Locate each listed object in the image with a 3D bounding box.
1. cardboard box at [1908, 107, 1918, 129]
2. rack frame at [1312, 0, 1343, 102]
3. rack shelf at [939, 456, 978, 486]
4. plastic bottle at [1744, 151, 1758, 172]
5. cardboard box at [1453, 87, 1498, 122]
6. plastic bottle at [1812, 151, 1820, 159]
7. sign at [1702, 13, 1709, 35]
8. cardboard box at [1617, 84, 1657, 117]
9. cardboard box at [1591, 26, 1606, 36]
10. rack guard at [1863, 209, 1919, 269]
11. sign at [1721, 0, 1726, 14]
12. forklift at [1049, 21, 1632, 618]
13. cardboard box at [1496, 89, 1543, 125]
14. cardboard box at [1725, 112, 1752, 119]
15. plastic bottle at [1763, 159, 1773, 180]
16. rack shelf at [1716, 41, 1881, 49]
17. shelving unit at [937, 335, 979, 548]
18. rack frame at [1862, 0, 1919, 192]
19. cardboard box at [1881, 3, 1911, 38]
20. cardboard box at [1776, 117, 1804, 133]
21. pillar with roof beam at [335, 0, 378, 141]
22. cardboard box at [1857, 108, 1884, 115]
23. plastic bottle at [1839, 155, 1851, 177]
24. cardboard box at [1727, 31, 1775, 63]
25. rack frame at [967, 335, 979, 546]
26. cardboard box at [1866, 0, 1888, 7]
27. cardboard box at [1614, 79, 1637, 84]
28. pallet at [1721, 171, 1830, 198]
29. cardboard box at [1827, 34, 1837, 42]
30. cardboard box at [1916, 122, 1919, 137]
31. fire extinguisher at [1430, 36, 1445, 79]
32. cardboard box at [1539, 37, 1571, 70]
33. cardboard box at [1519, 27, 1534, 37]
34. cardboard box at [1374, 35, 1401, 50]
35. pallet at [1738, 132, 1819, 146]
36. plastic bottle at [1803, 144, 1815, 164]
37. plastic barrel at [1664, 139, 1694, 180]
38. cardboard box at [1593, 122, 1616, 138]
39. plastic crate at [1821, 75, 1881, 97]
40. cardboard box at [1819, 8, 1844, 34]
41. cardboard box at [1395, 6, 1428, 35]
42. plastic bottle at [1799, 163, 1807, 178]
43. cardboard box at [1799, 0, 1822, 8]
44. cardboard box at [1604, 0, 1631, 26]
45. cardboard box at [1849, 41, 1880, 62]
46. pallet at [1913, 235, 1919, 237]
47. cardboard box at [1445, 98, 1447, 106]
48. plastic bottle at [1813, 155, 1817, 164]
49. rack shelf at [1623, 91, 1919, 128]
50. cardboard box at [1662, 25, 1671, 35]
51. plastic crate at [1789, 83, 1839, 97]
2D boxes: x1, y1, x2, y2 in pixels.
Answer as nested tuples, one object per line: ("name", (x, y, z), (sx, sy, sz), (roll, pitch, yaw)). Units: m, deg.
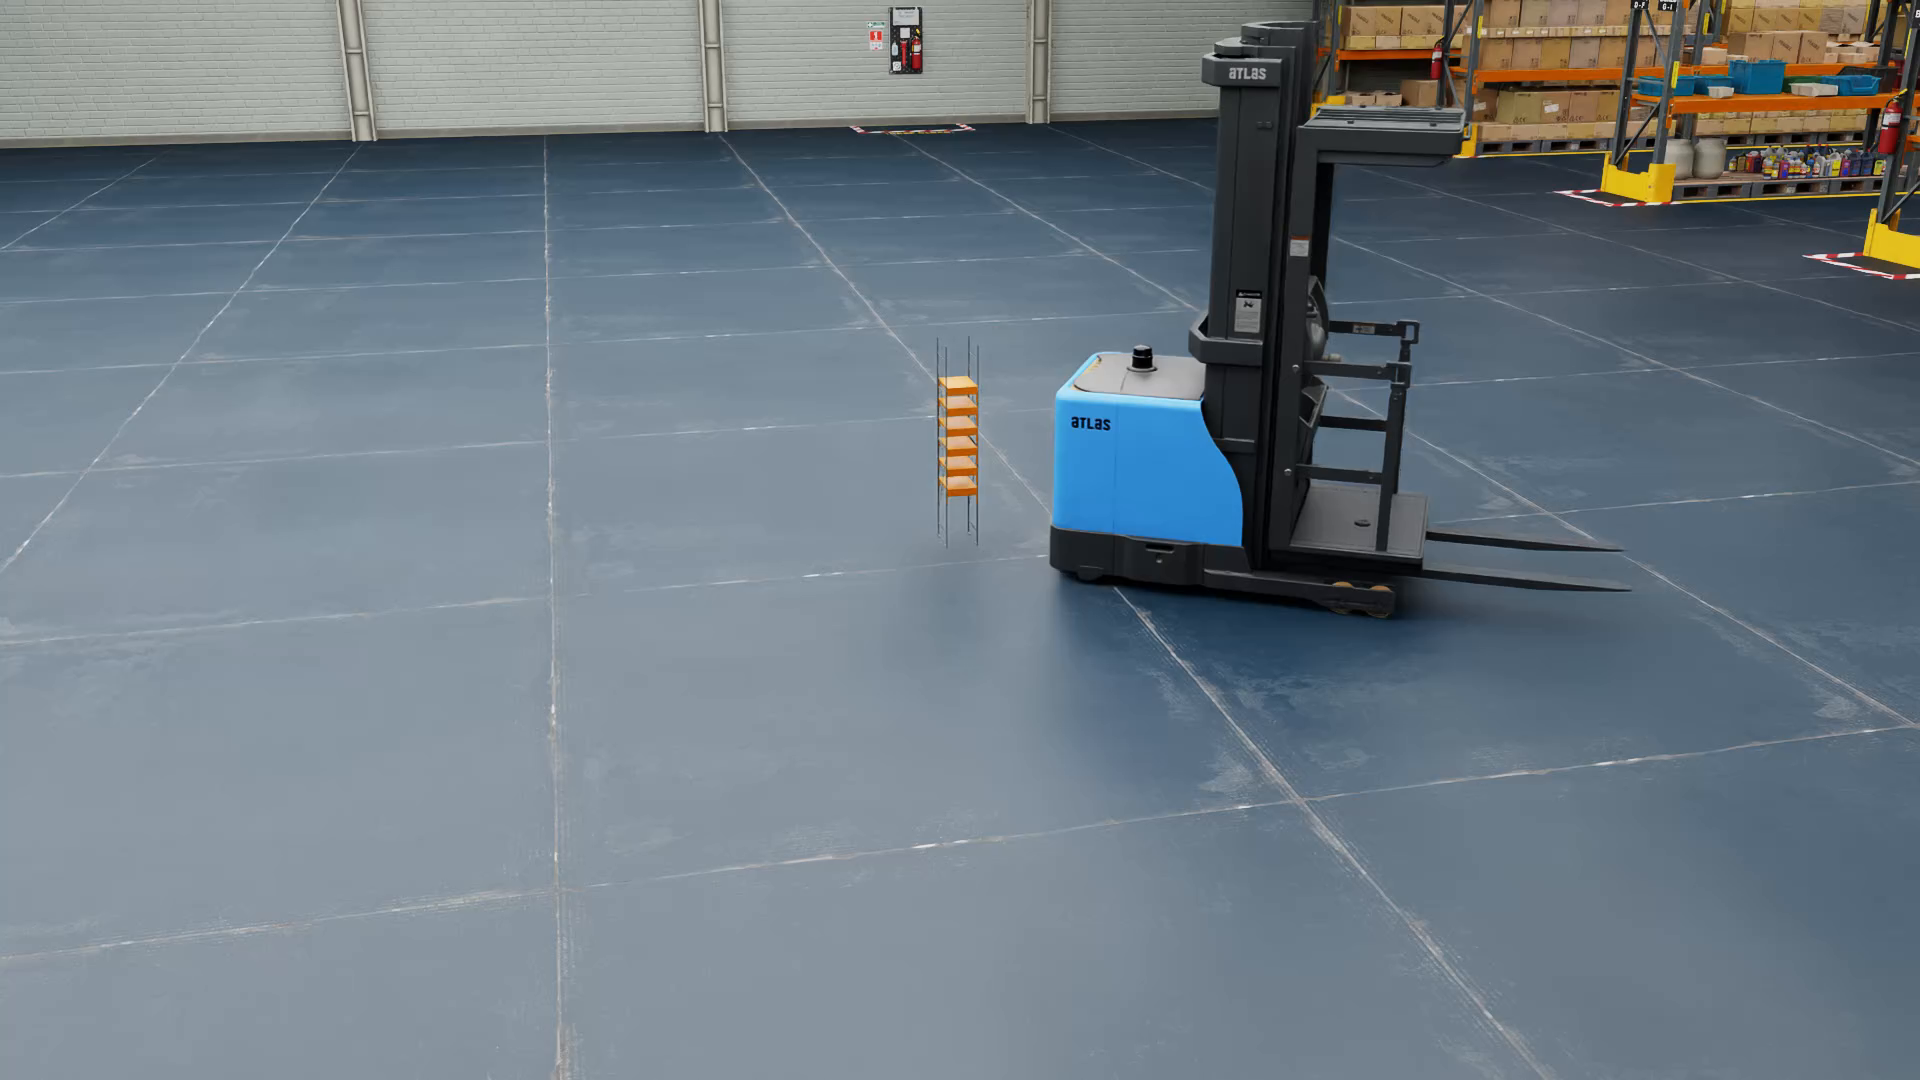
("cardboard box", (16.248, -7.316, 28.421), (0.500, 0.500, 0.500), (-4, 20, -10))
("rack frame", (6.810, -9.368, 31.026), (0.127, 3.000, 1.000), (-5, 21, -12))
("rack shelf", (-0.014, -0.408, 9.662), (0.180, 0.103, 0.258), (-5, 21, -12))
("plastic bottle", (11.028, -5.282, 23.193), (0.135, 0.276, 0.152), (-4, 21, -12))
("cardboard box", (8.407, -7.110, 27.160), (0.500, 0.500, 0.500), (-5, 21, -12))
("plastic bottle", (11.988, -5.317, 23.294), (0.097, 0.271, 0.097), (0, 20, 0))
("sign", (11.976, -8.284, 26.696), (0.005, 0.325, 0.100), (-5, 21, -12))
("cardboard box", (11.323, -7.353, 27.823), (0.500, 0.500, 0.500), (-5, 21, -12))
("cardboard box", (10.137, -8.163, 26.648), (0.250, 0.149, 0.380), (-4, 20, -11))
("rack guard", (10.304, -3.226, 17.894), (0.348, 0.500, 1.175), (-5, 21, -12))
("sign", (14.730, -10.326, 32.076), (0.005, 0.325, 0.100), (-5, 21, -12))
("forklift", (2.073, -1.173, 8.756), (3.031, 2.935, 1.130), (6, 21, 16))
("cardboard box", (9.013, -6.976, 26.795), (0.500, 0.500, 0.500), (-5, 21, -12))
("cardboard box", (12.794, -7.183, 27.634), (0.500, 0.311, 0.500), (-5, 21, -13))
("plastic bottle", (10.926, -5.016, 22.474), (0.097, 0.271, 0.097), (0, 20, 0))
("rack shelf", (16.542, -9.821, 33.311), (4.000, 0.370, 1.077), (-5, 21, -12))
("shelving unit", (-0.014, -0.562, 9.605), (0.189, 1.200, 0.258), (-5, 21, -12))
("rack frame", (12.983, -6.368, 22.838), (0.127, 3.000, 1.000), (-5, 21, -12))
("cardboard box", (19.020, -10.496, 33.670), (0.700, 0.700, 0.980), (-4, 21, -12))
("cardboard box", (13.793, -7.003, 27.959), (0.500, 0.250, 0.500), (-4, 21, -11))
("pillar with roof beam", (-9.234, -9.664, 23.113), (0.400, 9.000, 9.100), (-5, 21, -12))
("cardboard box", (15.286, -7.388, 28.195), (0.500, 0.311, 0.500), (-4, 21, -11))
("plastic bottle", (12.087, -5.110, 22.712), (0.133, 0.283, 0.061), (-3, 20, -9))
("cardboard box", (13.110, -8.170, 27.613), (0.500, 0.500, 0.500), (-3, 20, -9))
("rack frame", (0.075, -0.569, 9.625), (0.006, 1.200, 0.240), (-5, 21, -12))
("cardboard box", (18.093, -10.743, 33.084), (0.500, 0.250, 0.500), (-4, 21, -11))
("cardboard box", (12.902, -8.909, 32.768), (0.500, 0.500, 0.700), (-5, 21, -13))
("pallet", (11.130, -4.922, 22.943), (1.213, 0.211, 1.003), (-5, 21, -12))
("cardboard box", (17.225, -10.016, 33.133), (0.250, 0.149, 0.380), (-5, 21, -12))
("cardboard box", (10.460, -4.367, 17.741), (0.250, 0.149, 0.380), (-5, 21, -12))
("fire extinguisher", (7.732, -7.820, 26.913), (0.183, 0.674, 0.296), (-5, 21, -12))
("cardboard box", (9.406, -7.870, 26.792), (0.500, 0.500, 0.700), (-5, 21, -12))
("cardboard box", (8.885, -8.061, 26.372), (0.250, 0.149, 0.380), (-5, 21, -12))
("cardboard box", (7.860, -9.285, 30.989), (0.500, 0.250, 0.500), (-5, 21, -14))
("pallet", (13.744, -6.886, 28.306), (1.213, 0.211, 1.003), (-5, 21, -12))
("plastic bottle", (11.918, -5.391, 23.382), (0.185, 0.351, 0.144), (-6, 21, -15))
("plastic barrel", (9.713, -5.158, 22.541), (0.421, 0.512, 0.421), (0, 20, 0))
("cardboard box", (10.474, -6.742, 27.245), (0.500, 0.250, 0.500), (-5, 21, -12))
("plastic crate", (11.968, -6.120, 22.376), (0.616, 0.251, 0.499), (-5, 21, -12))
("cardboard box", (17.112, -10.312, 32.997), (0.500, 0.500, 0.500), (-5, 21, -12))
("cardboard box", (8.332, -9.670, 30.952), (0.500, 0.500, 0.500), (-5, 21, -14))
("plastic bottle", (11.454, -5.026, 22.603), (0.097, 0.201, 0.097), (0, 20, 0))
("cardboard box", (16.601, -10.625, 32.761), (0.500, 0.250, 0.500), (-5, 21, -14))
("cardboard box", (10.437, -8.565, 26.805), (0.500, 0.500, 0.700), (-5, 21, -12))
("cardboard box", (15.375, -8.287, 28.206), (0.500, 0.311, 0.500), (-3, 20, -9))
("pallet", (11.103, -3.143, 18.087), (1.213, 0.211, 1.003), (-5, 21, -12))
("cardboard box", (9.142, -8.432, 31.978), (0.250, 0.149, 0.380), (-6, 21, -17))
("plastic bottle", (11.737, -5.135, 22.781), (0.133, 0.283, 0.061), (-5, 21, -12))
("rack shelf", (11.036, -5.872, 22.529), (4.000, 0.370, 1.077), (-5, 21, -12))
("cardboard box", (11.390, -8.266, 26.930), (0.250, 0.149, 0.380), (-5, 21, -14))
("plastic crate", (11.461, -6.031, 22.301), (0.437, 0.136, 0.530), (-5, 21, -12))
